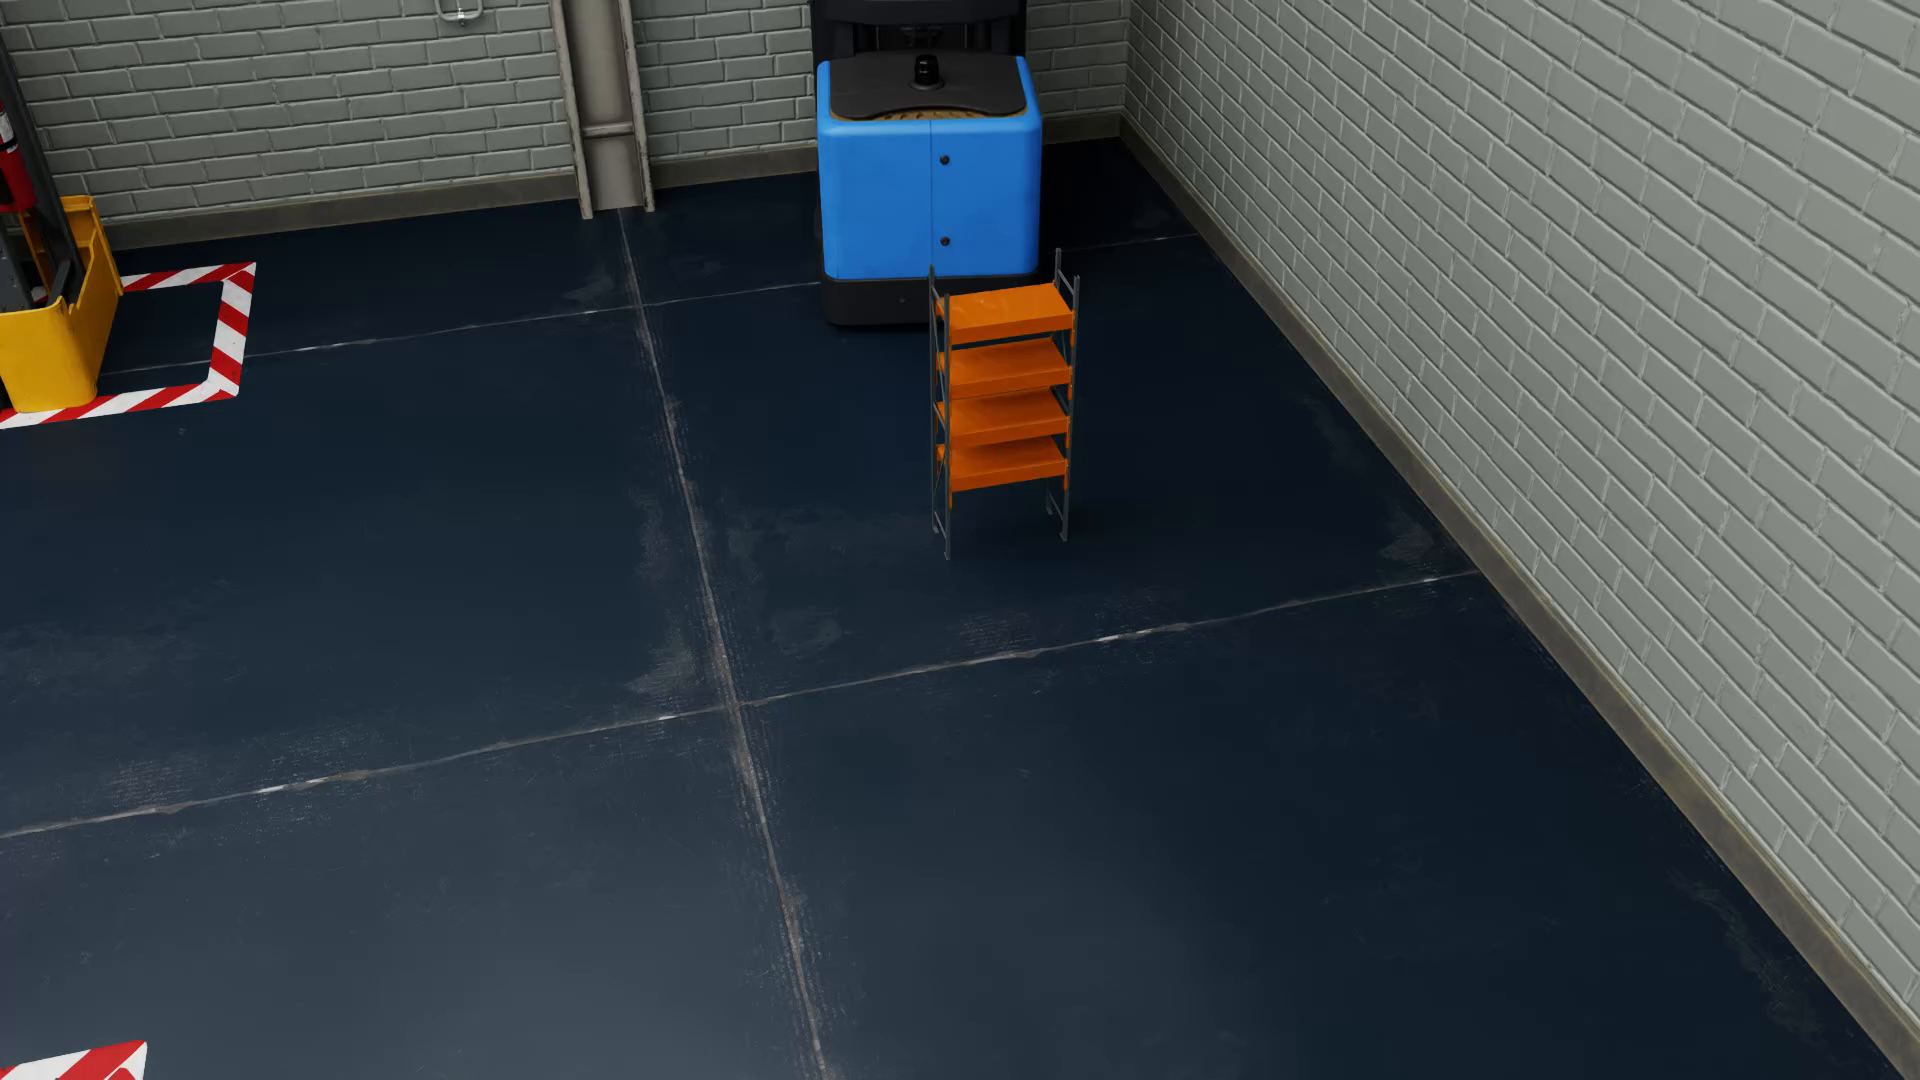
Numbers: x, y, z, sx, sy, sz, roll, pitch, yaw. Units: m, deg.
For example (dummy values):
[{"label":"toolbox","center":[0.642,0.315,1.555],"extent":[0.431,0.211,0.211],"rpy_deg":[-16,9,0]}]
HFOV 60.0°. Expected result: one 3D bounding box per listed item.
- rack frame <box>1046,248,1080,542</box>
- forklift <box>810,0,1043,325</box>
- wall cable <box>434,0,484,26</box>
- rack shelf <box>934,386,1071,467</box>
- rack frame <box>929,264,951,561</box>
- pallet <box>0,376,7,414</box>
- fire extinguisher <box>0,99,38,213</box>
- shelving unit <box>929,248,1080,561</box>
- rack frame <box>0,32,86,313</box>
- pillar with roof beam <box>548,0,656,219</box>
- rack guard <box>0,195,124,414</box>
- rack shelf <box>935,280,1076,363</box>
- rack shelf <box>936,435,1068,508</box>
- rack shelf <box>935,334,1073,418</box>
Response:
[{"label":"rack frame","center":[0.395,-0.541,6.470],"extent":[0.015,1.200,0.240],"rpy_deg":[-9,38,-12]},{"label":"forklift","center":[-0.226,-3.071,8.353],"extent":[1.130,2.935,3.031],"rpy_deg":[-2,37,-3]},{"label":"wall cable","center":[-3.287,-3.279,7.732],"extent":[1.851,1.984,0.084],"rpy_deg":[-9,38,-12]},{"label":"rack shelf","center":[0.160,-0.449,6.461],"extent":[0.480,0.148,0.258],"rpy_deg":[-9,38,-12]},{"label":"rack frame","center":[-0.076,-0.464,6.369],"extent":[0.015,1.200,0.240],"rpy_deg":[-9,38,-12]},{"label":"pallet","center":[-5.028,-0.838,7.672],"extent":[1.213,0.211,1.003],"rpy_deg":[-9,38,-12]},{"label":"fire extinguisher","center":[-4.011,-1.693,6.864],"extent":[0.183,0.674,0.296],"rpy_deg":[-9,38,-12]},{"label":"shelving unit","center":[0.160,-0.503,6.420],"extent":[0.503,1.200,0.258],"rpy_deg":[-9,38,-12]},{"label":"rack frame","center":[-4.277,-2.118,7.050],"extent":[0.127,3.000,1.000],"rpy_deg":[-9,38,-12]},{"label":"pillar with roof beam","center":[-0.773,-2.911,3.149],"extent":[0.400,9.000,9.100],"rpy_deg":[-9,38,-12]},{"label":"rack guard","center":[-4.253,-1.129,7.815],"extent":[0.348,0.500,1.175],"rpy_deg":[-9,38,-12]},{"label":"rack shelf","center":[0.160,-0.815,6.181],"extent":[0.480,0.148,0.258],"rpy_deg":[-9,38,-12]},{"label":"rack shelf","center":[0.160,-0.292,6.581],"extent":[0.480,0.148,0.258],"rpy_deg":[-9,38,-12]},{"label":"rack shelf","center":[0.160,-0.627,6.325],"extent":[0.480,0.148,0.258],"rpy_deg":[-9,38,-12]}]
